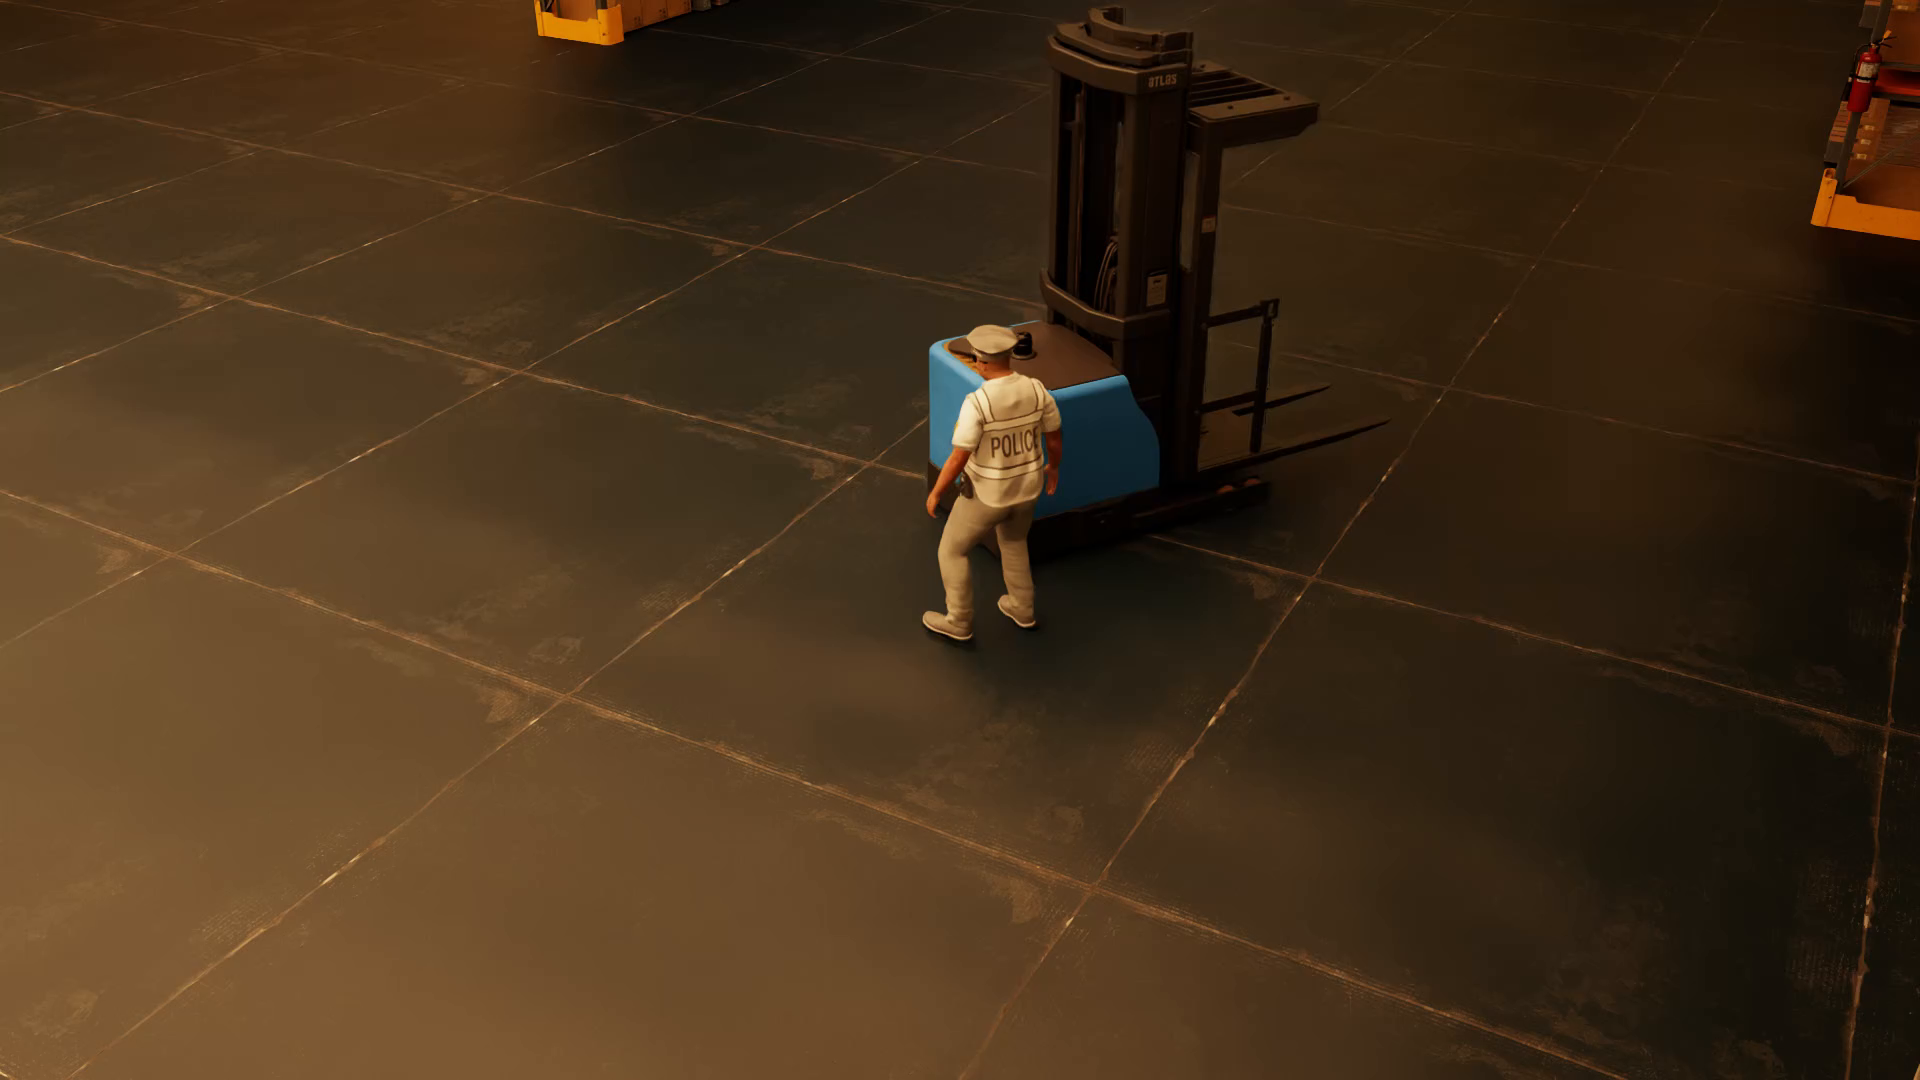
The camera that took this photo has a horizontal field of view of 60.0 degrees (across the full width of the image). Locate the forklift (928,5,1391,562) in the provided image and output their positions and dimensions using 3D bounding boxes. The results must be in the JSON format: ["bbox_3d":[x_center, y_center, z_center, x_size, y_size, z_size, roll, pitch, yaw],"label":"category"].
[{"bbox_3d":[1.345,-1.657,9.941,3.031,2.935,1.130,-15,33,-24],"label":"forklift"}]

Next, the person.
[{"bbox_3d":[0.192,-0.295,8.796,0.796,1.718,0.427,-18,34,-28],"label":"person"}]
